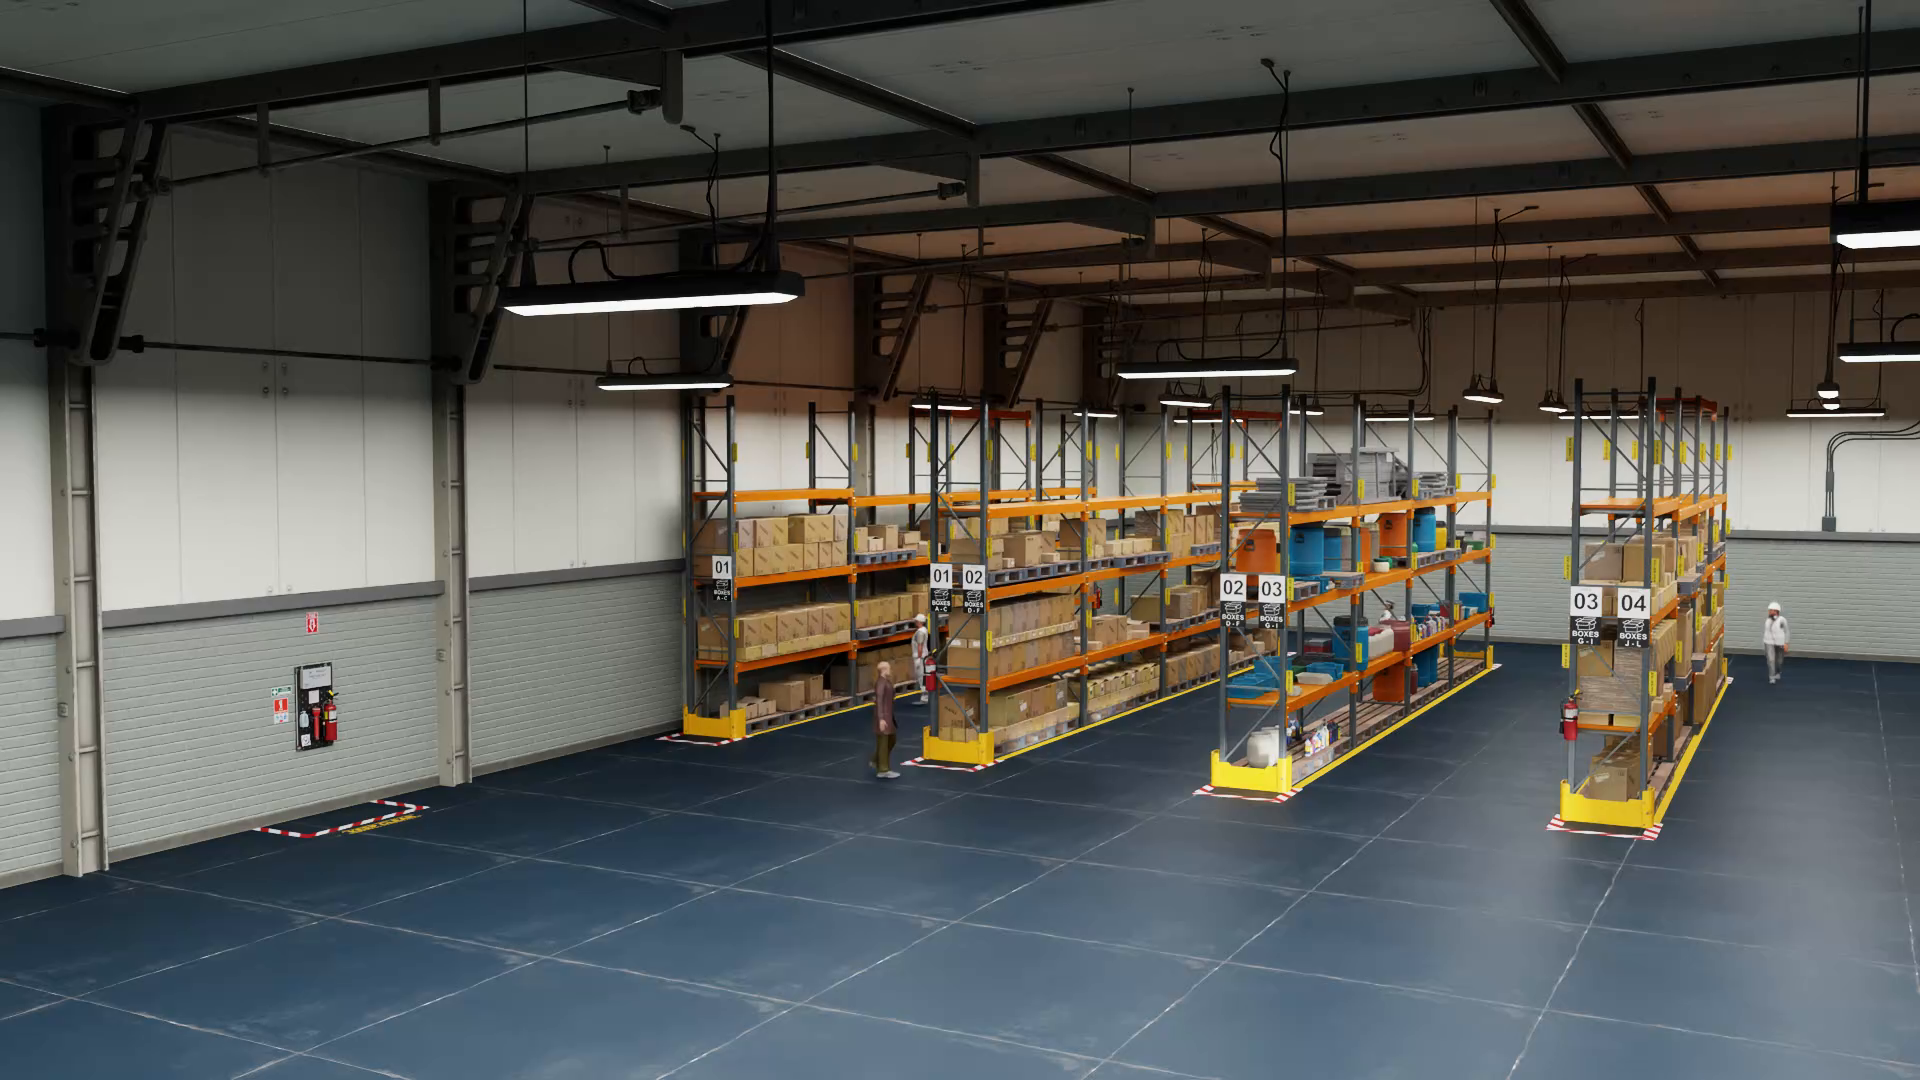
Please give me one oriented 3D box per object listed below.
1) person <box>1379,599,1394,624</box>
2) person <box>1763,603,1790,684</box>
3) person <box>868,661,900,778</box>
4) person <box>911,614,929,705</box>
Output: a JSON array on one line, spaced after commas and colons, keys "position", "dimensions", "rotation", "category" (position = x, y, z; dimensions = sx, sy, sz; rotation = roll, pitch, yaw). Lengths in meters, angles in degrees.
[{"position": [9.641, 2.178, 37.615], "dimensions": [0.337, 1.689, 0.514], "rotation": [1, 3, 23], "category": "person"}, {"position": [17.697, 2.240, 36.084], "dimensions": [0.497, 1.739, 0.946], "rotation": [1, 3, 18], "category": "person"}, {"position": [-1.178, 2.765, 25.675], "dimensions": [0.536, 1.783, 0.684], "rotation": [0, 3, 3], "category": "person"}, {"position": [-0.789, 2.376, 32.988], "dimensions": [0.352, 1.826, 0.647], "rotation": [0, 3, 3], "category": "person"}]
